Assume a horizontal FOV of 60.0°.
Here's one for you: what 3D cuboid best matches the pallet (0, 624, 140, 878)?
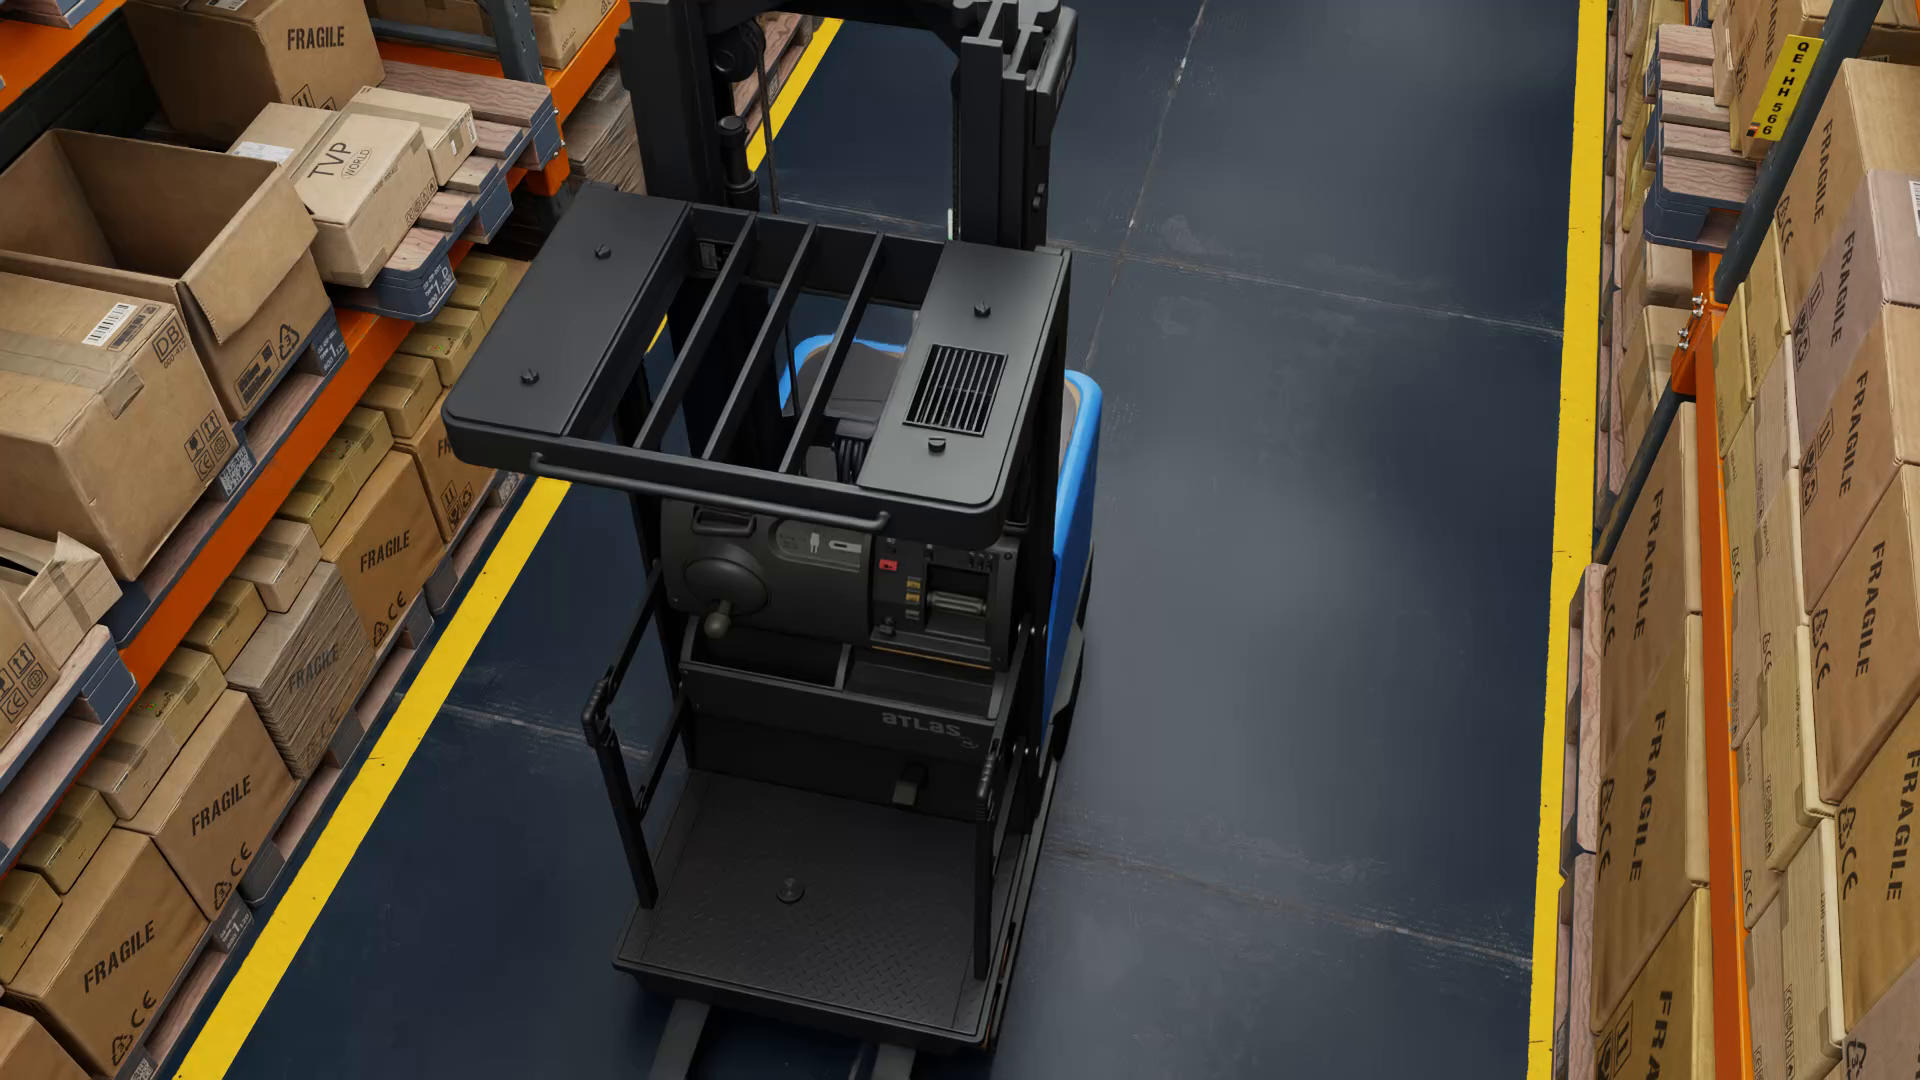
[{"bbox_3d":[-2.699,0.623,3.827,1.003,0.211,1.213,12,50,10],"label":"pallet"}]

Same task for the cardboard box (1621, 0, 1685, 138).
[{"bbox_3d":[3.559,-2.062,7.542,0.950,0.372,0.625,14,50,12],"label":"cardboard box"}]

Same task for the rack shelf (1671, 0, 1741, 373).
[{"bbox_3d":[3.354,-2.009,6.502,1.077,0.370,4.000,12,50,10],"label":"rack shelf"}]

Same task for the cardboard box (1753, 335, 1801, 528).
[{"bbox_3d":[2.319,-0.224,4.214,0.500,0.250,0.500,13,50,11],"label":"cardboard box"}]

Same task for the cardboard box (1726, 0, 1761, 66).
[{"bbox_3d":[2.805,-1.830,5.320,0.500,0.500,0.500,11,49,9],"label":"cardboard box"}]

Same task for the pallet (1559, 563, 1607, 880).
[{"bbox_3d":[2.548,0.678,5.511,1.003,0.211,1.213,12,50,10],"label":"pallet"}]

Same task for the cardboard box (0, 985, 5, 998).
[{"bbox_3d":[-2.665,1.167,4.173,0.380,0.149,0.250,10,49,9],"label":"cardboard box"}]

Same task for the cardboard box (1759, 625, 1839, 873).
[{"bbox_3d":[2.030,0.498,3.577,0.500,0.250,0.500,12,50,11],"label":"cardboard box"}]

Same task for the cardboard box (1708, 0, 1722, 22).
[{"bbox_3d":[2.844,-1.921,5.832,0.380,0.149,0.250,12,50,11],"label":"cardboard box"}]

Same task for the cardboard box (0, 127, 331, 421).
[{"bbox_3d":[-2.213,-0.733,4.547,0.797,0.503,0.637,11,49,9],"label":"cardboard box"}]

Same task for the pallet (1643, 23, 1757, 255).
[{"bbox_3d":[2.913,-1.273,5.501,1.213,0.211,1.003,12,50,10],"label":"pallet"}]

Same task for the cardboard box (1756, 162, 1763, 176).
[{"bbox_3d":[2.687,-1.139,5.142,0.380,0.149,0.250,13,50,11],"label":"cardboard box"}]

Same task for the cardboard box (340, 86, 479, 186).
[{"bbox_3d":[-1.765,-1.282,5.268,0.380,0.149,0.250,12,50,11],"label":"cardboard box"}]

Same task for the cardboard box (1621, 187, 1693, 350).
[{"bbox_3d":[3.173,-1.012,6.615,0.950,0.372,0.625,11,49,9],"label":"cardboard box"}]

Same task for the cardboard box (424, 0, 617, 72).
[{"bbox_3d":[-1.609,-2.000,6.115,0.500,0.250,0.500,12,50,10],"label":"cardboard box"}]

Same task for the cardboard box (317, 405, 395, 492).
[{"bbox_3d":[-2.115,-0.329,5.494,0.380,0.149,0.250,13,50,11],"label":"cardboard box"}]

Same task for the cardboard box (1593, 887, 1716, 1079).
[{"bbox_3d":[2.091,1.538,4.029,0.875,0.875,0.875,13,50,11],"label":"cardboard box"}]

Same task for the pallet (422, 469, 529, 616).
[{"bbox_3d":[-2.195,-0.322,6.393,1.003,0.211,1.213,12,50,10],"label":"pallet"}]

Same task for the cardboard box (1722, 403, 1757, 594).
[{"bbox_3d":[2.338,-0.071,4.412,0.500,0.250,0.500,10,49,9],"label":"cardboard box"}]

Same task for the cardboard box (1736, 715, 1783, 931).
[{"bbox_3d":[2.068,0.665,3.763,0.500,0.250,0.500,12,50,10],"label":"cardboard box"}]

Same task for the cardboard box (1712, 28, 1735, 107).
[{"bbox_3d":[2.711,-1.539,5.495,0.380,0.149,0.250,11,50,10],"label":"cardboard box"}]

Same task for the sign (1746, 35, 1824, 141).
[{"bbox_3d":[2.302,-1.257,4.640,0.100,0.325,0.005,12,50,10],"label":"sign"}]

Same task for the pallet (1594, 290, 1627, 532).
[{"bbox_3d":[3.035,-0.442,6.500,1.003,0.211,1.213,12,50,10],"label":"pallet"}]

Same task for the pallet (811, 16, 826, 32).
[{"bbox_3d":[-1.065,-3.207,8.939,1.003,0.211,1.213,12,50,10],"label":"pallet"}]

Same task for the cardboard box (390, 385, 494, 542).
[{"bbox_3d":[-2.008,-0.380,5.972,0.500,0.500,0.500,11,49,9],"label":"cardboard box"}]

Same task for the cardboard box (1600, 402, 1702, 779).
[{"bbox_3d":[2.566,0.247,5.168,0.875,0.875,0.875,11,50,10],"label":"cardboard box"}]

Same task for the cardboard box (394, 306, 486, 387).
[{"bbox_3d":[-1.889,-0.693,5.815,0.380,0.149,0.250,9,49,8],"label":"cardboard box"}]

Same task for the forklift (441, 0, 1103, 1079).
[{"bbox_3d":[-0.362,0.209,4.111,1.130,2.935,3.031,10,49,9],"label":"forklift"}]

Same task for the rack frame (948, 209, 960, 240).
[{"bbox_3d":[0.078,-0.699,6.067,0.240,1.200,0.015,10,49,9],"label":"rack frame"}]

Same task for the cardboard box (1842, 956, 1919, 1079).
[{"bbox_3d":[1.779,0.981,2.650,0.500,0.500,0.500,12,50,11],"label":"cardboard box"}]

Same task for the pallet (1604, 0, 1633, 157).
[{"bbox_3d":[3.677,-2.207,8.057,1.003,0.211,1.213,12,50,10],"label":"pallet"}]

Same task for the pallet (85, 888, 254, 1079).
[{"bbox_3d":[-2.837,1.443,4.835,1.003,0.211,1.213,12,50,10],"label":"pallet"}]

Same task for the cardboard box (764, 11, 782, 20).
[{"bbox_3d":[-1.247,-3.084,8.275,0.875,0.625,0.625,11,50,10],"label":"cardboard box"}]

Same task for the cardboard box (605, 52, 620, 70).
[{"bbox_3d":[-1.620,-2.053,7.365,0.875,0.625,0.625,13,50,11],"label":"cardboard box"}]

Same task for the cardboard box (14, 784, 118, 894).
[{"bbox_3d":[-2.550,0.779,4.517,0.380,0.149,0.250,11,49,9],"label":"cardboard box"}]

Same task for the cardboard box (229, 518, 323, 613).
[{"bbox_3d":[-2.224,0.057,5.153,0.380,0.149,0.250,9,49,8],"label":"cardboard box"}]

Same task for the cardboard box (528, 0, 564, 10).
[{"bbox_3d":[-1.585,-2.160,5.923,0.500,0.250,0.500,12,50,10],"label":"cardboard box"}]

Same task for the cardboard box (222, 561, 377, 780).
[{"bbox_3d":[-2.262,0.378,5.303,0.500,0.500,0.500,10,49,9],"label":"cardboard box"}]

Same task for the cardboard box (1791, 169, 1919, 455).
[{"bbox_3d":[2.341,-0.495,3.952,0.500,0.500,0.500,12,50,10],"label":"cardboard box"}]

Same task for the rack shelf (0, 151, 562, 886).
[{"bbox_3d":[-2.488,-0.092,4.811,1.077,0.370,4.000,12,50,10],"label":"rack shelf"}]

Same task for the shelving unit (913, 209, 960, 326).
[{"bbox_3d":[0.024,-0.521,5.910,0.258,1.200,0.503,10,49,9],"label":"shelving unit"}]

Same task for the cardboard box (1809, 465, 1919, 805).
[{"bbox_3d":[2.054,0.241,3.303,0.500,0.500,0.500,12,50,11],"label":"cardboard box"}]

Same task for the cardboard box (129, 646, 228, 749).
[{"bbox_3d":[-2.380,0.426,4.828,0.380,0.149,0.250,13,50,11],"label":"cardboard box"}]

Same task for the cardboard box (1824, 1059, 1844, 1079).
[{"bbox_3d":[1.781,1.248,2.915,0.500,0.250,0.500,13,50,11],"label":"cardboard box"}]

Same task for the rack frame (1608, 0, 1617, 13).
[{"bbox_3d":[3.881,-3.693,7.509,1.000,3.000,0.127,12,50,10],"label":"rack frame"}]

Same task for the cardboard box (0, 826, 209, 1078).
[{"bbox_3d":[-2.540,1.112,4.655,0.500,0.500,0.500,11,49,10],"label":"cardboard box"}]

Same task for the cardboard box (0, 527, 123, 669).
[{"bbox_3d":[-2.279,0.093,3.977,0.396,0.266,0.258,14,50,12],"label":"cardboard box"}]
